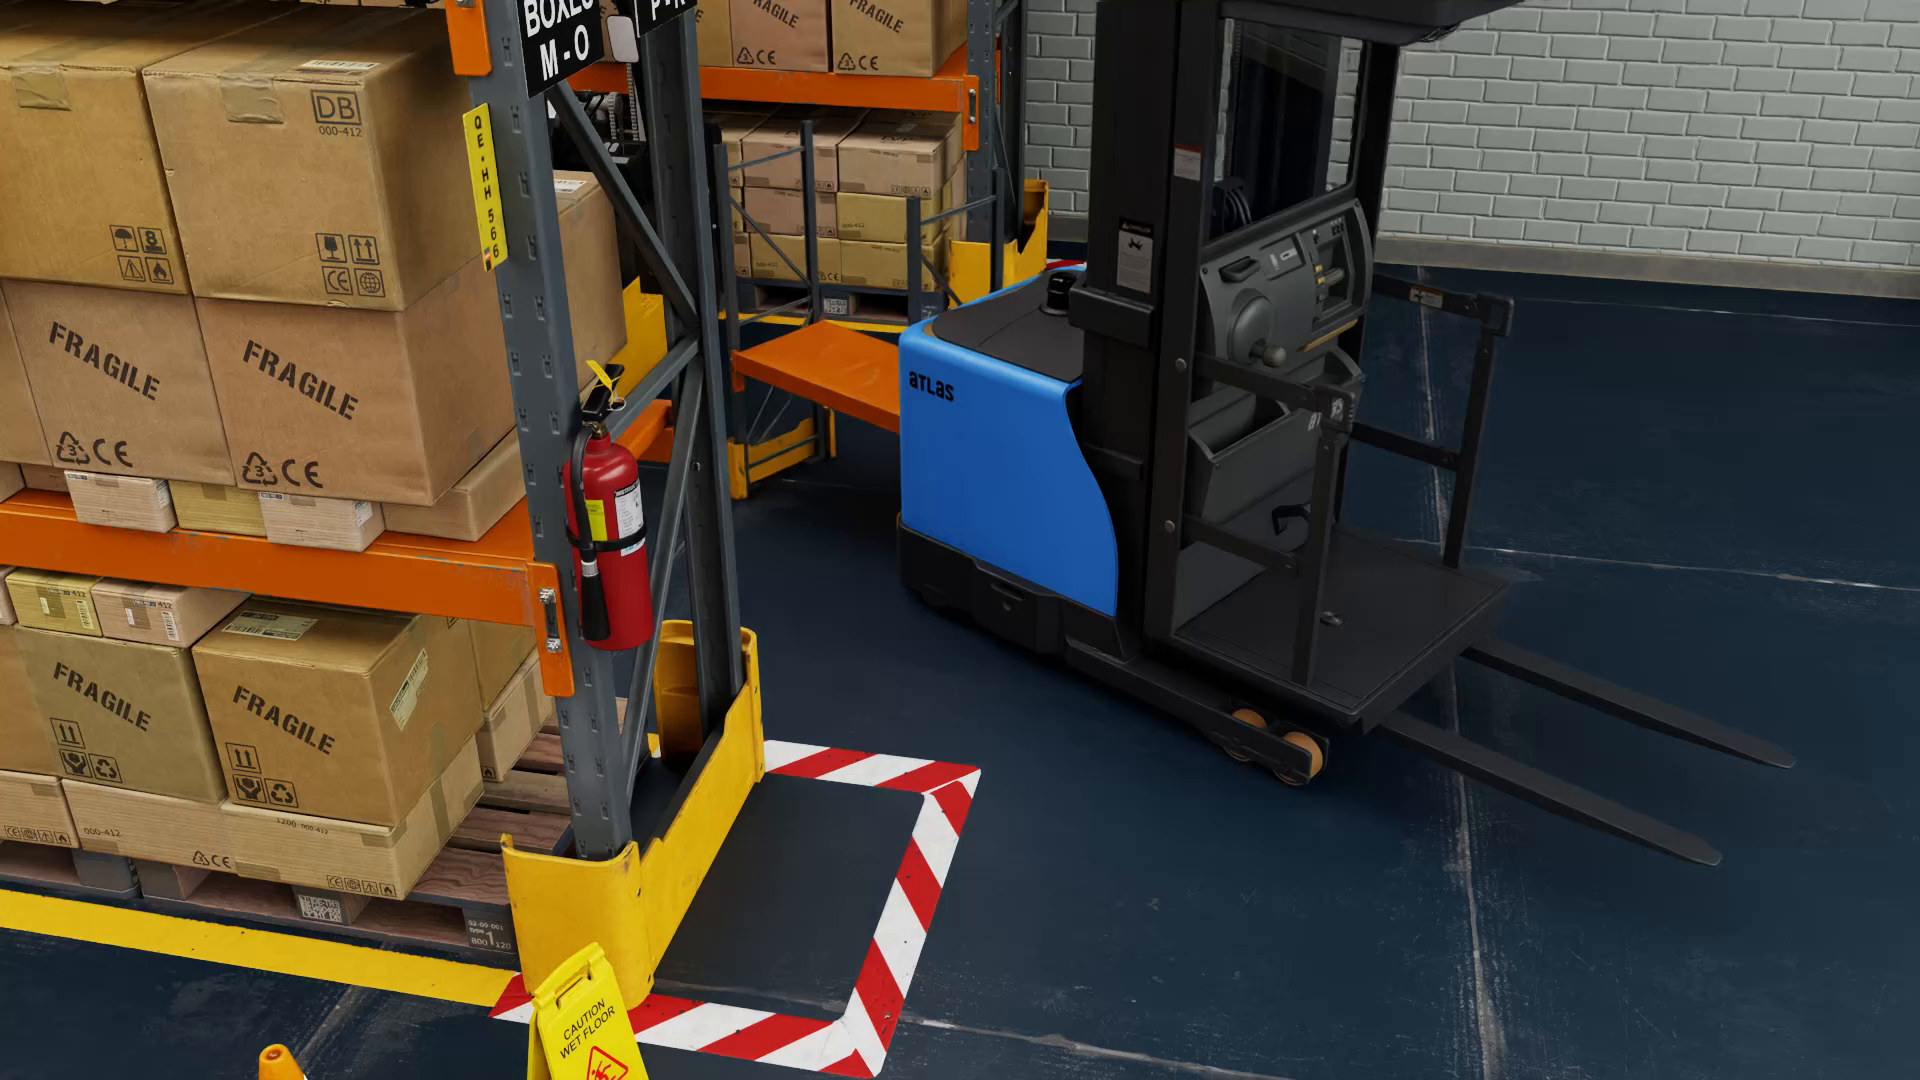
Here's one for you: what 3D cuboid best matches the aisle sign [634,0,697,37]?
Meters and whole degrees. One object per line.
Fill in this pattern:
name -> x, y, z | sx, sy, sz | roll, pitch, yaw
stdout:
aisle sign -> -0.710, -1.612, 3.863 | 0.004, 0.787, 0.394 | 6, 29, 11

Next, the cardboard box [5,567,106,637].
cardboard box -> -2.291, 0.087, 4.438 | 0.250, 0.149, 0.380 | 6, 29, 11

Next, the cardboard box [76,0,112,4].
cardboard box -> -4.754, -2.974, 9.215 | 0.500, 0.250, 0.500 | 6, 29, 10

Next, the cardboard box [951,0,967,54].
cardboard box -> -0.229, -2.887, 8.796 | 0.500, 0.500, 0.500 | 7, 29, 12

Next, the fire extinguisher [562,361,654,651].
fire extinguisher -> -0.819, -0.070, 3.835 | 0.183, 0.674, 0.296 | 6, 29, 11

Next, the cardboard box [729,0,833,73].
cardboard box -> -0.844, -2.690, 8.435 | 0.500, 0.500, 0.500 | 7, 29, 12

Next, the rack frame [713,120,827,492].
rack frame -> -0.774, -0.948, 6.920 | 0.032, 1.500, 0.500 | 23, 36, 36

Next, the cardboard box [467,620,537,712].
cardboard box -> -1.589, 0.148, 5.001 | 0.500, 0.500, 0.500 | 5, 29, 9

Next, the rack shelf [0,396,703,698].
rack shelf -> -2.791, -0.217, 4.772 | 4.000, 0.370, 1.077 | 6, 29, 11

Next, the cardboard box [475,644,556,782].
cardboard box -> -1.566, 0.479, 5.177 | 0.500, 0.250, 0.500 | 6, 29, 10

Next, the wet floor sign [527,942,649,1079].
wet floor sign -> -0.873, 1.222, 3.845 | 0.232, 0.644, 0.267 | 17, 33, 28

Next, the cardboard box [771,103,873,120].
cardboard box -> -0.722, -2.266, 9.149 | 0.500, 0.250, 0.500 | 6, 29, 11

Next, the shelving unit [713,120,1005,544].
shelving unit -> -0.400, -0.789, 6.630 | 1.083, 1.500, 0.587 | 23, 36, 36

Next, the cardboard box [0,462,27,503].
cardboard box -> -2.511, -0.254, 4.352 | 0.250, 0.149, 0.380 | 6, 29, 10

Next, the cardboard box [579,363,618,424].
cardboard box -> -1.124, -0.353, 4.533 | 0.250, 0.149, 0.380 | 6, 29, 11

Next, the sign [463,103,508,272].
sign -> -0.970, -0.720, 3.406 | 0.005, 0.325, 0.100 | 6, 29, 11

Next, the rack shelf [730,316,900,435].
rack shelf -> -0.393, -0.629, 6.711 | 1.000, 0.185, 0.538 | 23, 36, 36

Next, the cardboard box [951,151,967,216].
cardboard box -> -0.219, -2.005, 9.195 | 0.500, 0.250, 0.500 | 6, 29, 11

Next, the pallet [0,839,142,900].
pallet -> -2.886, 0.662, 5.321 | 1.213, 0.211, 1.003 | 6, 29, 11

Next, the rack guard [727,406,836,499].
rack guard -> -0.773, -0.400, 7.219 | 0.087, 0.250, 0.587 | 23, 36, 36

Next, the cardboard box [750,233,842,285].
cardboard box -> -0.812, -1.595, 8.965 | 0.500, 0.250, 0.500 | 6, 29, 11

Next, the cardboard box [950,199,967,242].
cardboard box -> -0.242, -1.783, 9.308 | 0.500, 0.250, 0.500 | 6, 29, 11

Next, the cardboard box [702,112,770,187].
cardboard box -> -1.314, -2.074, 8.800 | 0.500, 0.250, 0.500 | 6, 29, 11

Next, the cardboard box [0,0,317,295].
cardboard box -> -1.874, -0.948, 3.902 | 0.500, 0.500, 0.700 | 6, 29, 11

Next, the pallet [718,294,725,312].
pallet -> -1.748, -1.621, 9.490 | 1.213, 0.211, 1.003 | 6, 29, 11

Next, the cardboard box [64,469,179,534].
cardboard box -> -2.021, -0.179, 4.216 | 0.250, 0.149, 0.380 | 6, 29, 11

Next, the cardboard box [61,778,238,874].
cardboard box -> -2.187, 0.680, 4.811 | 0.500, 0.250, 0.500 | 6, 29, 11

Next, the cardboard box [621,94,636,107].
cardboard box -> -1.709, -2.375, 9.350 | 0.500, 0.250, 0.500 | 5, 29, 10

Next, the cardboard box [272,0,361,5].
cardboard box -> -3.334, -2.941, 8.895 | 0.500, 0.500, 0.500 | 5, 29, 9

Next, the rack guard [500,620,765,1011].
rack guard -> -0.909, 0.757, 4.847 | 0.348, 0.500, 1.175 | 6, 29, 11

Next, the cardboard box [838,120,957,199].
cardboard box -> -0.318, -1.980, 8.627 | 0.500, 0.250, 0.500 | 7, 29, 12

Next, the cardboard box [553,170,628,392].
cardboard box -> -1.240, -0.684, 4.462 | 0.500, 0.500, 0.500 | 5, 29, 10

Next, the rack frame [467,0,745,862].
rack frame -> -0.835, -0.332, 4.233 | 0.127, 3.000, 1.000 | 6, 29, 11

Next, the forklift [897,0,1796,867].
forklift -> 1.198, -0.788, 5.136 | 3.031, 2.935, 1.130 | 23, 36, 36

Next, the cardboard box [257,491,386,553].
cardboard box -> -1.516, -0.132, 4.129 | 0.250, 0.149, 0.380 | 6, 29, 10

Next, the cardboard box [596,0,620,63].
cardboard box -> -1.839, -2.786, 8.611 | 0.500, 0.500, 0.500 | 6, 29, 11

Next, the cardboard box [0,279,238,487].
cardboard box -> -1.912, -0.484, 4.096 | 0.500, 0.500, 0.500 | 6, 29, 11

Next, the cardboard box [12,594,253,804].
cardboard box -> -2.184, 0.352, 4.628 | 0.500, 0.500, 0.500 | 7, 29, 12

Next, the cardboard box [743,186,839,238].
cardboard box -> -0.832, -1.818, 8.853 | 0.500, 0.250, 0.500 | 6, 29, 10
